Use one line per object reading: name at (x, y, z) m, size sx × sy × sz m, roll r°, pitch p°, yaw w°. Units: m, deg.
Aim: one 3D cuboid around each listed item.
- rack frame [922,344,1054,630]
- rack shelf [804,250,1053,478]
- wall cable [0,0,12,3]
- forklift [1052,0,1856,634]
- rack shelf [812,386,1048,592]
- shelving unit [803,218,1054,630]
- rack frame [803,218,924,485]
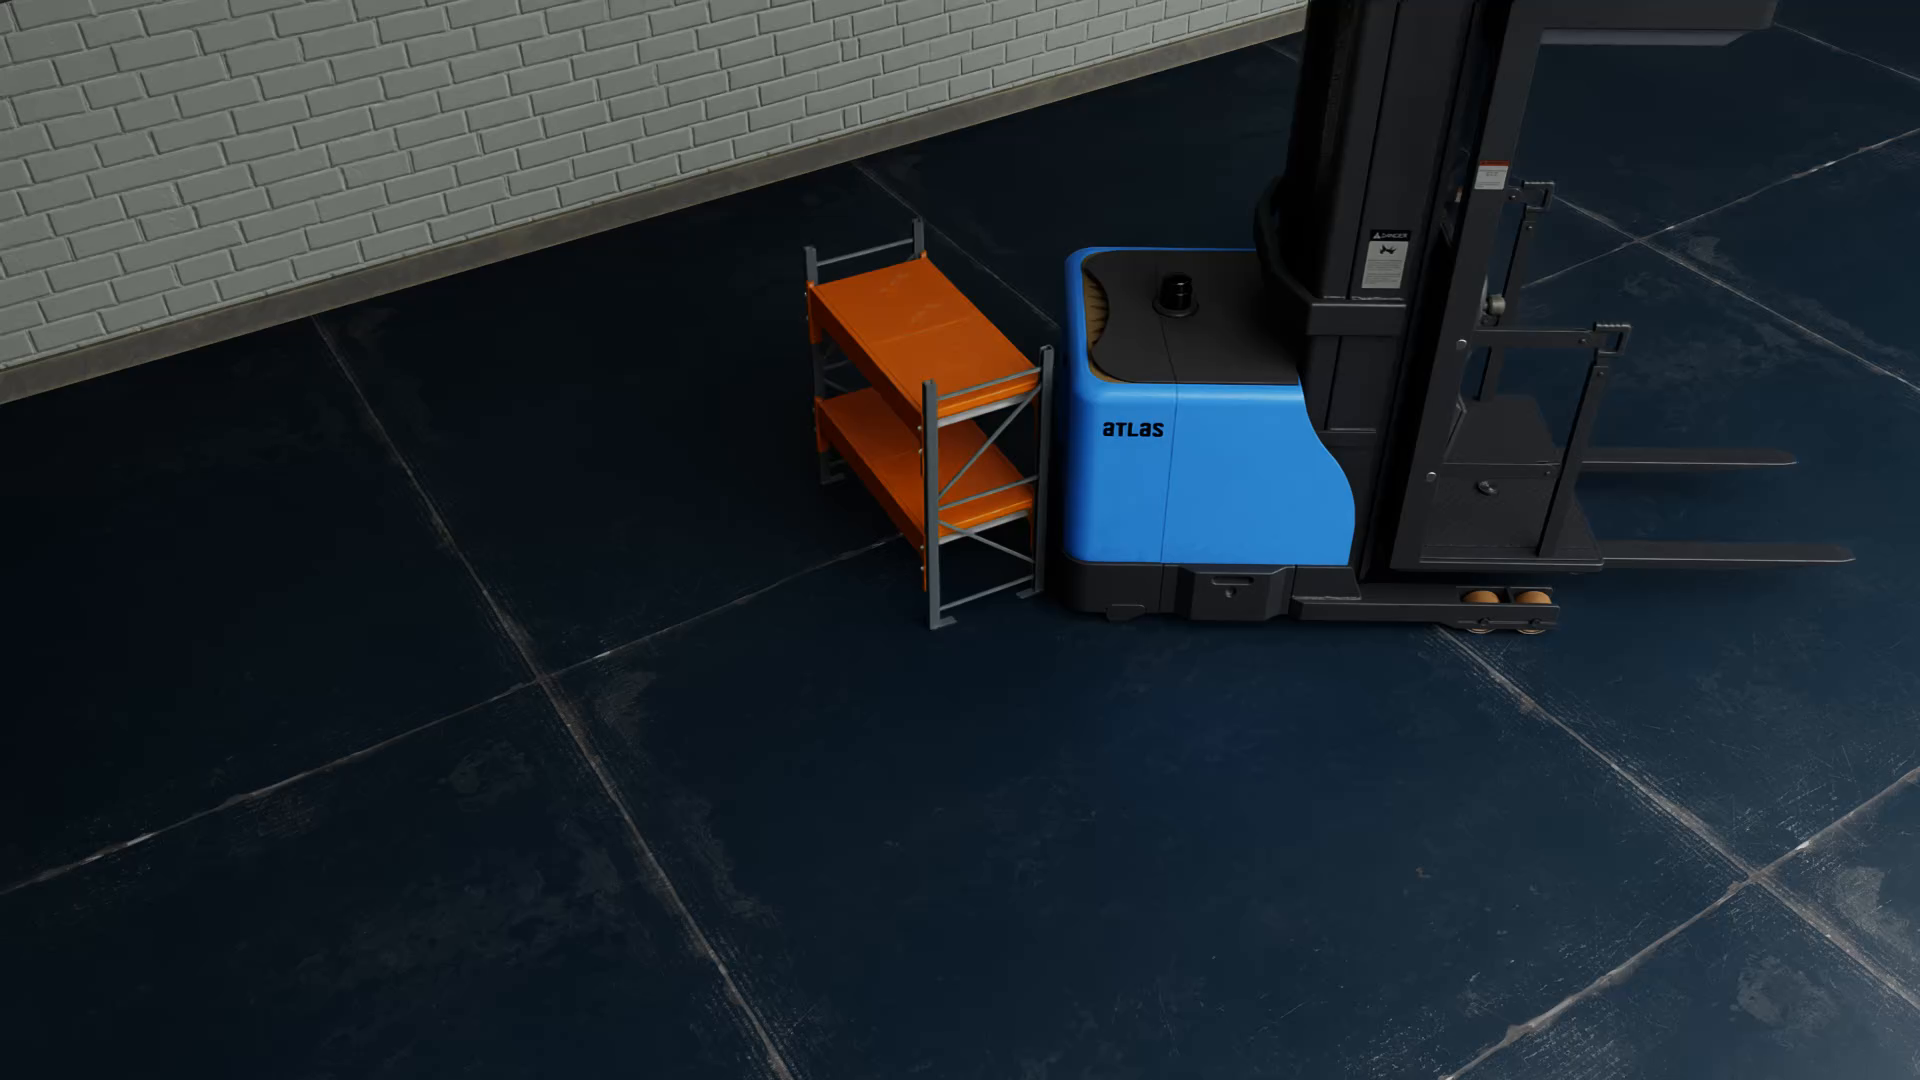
rack frame at (0.100, -0.170, 6.075) m, size 0.500 × 1.125 × 0.032 m, roll -19°, pitch 43°, yaw -21°
rack shelf at (-0.136, -0.683, 6.234) m, size 0.538 × 0.278 × 1.000 m, roll -19°, pitch 43°, yaw -21°
wall cable at (-4.812, -2.652, 5.329) m, size 3.097 × 2.526 × 0.112 m, roll -22°, pitch 45°, yaw -24°
forklift at (1.897, -1.114, 5.798) m, size 3.031 × 2.935 × 1.130 m, roll 1°, pitch 40°, yaw 1°
rack shelf at (-0.136, -0.270, 6.578) m, size 0.538 × 0.278 × 1.000 m, roll -19°, pitch 43°, yaw -21°
shelving unit at (-0.136, -0.458, 6.421) m, size 0.538 × 1.125 × 1.048 m, roll -19°, pitch 43°, yaw -21°
rack frame at (-0.371, -0.747, 6.767) m, size 0.500 × 1.125 × 0.032 m, roll -19°, pitch 43°, yaw -21°
